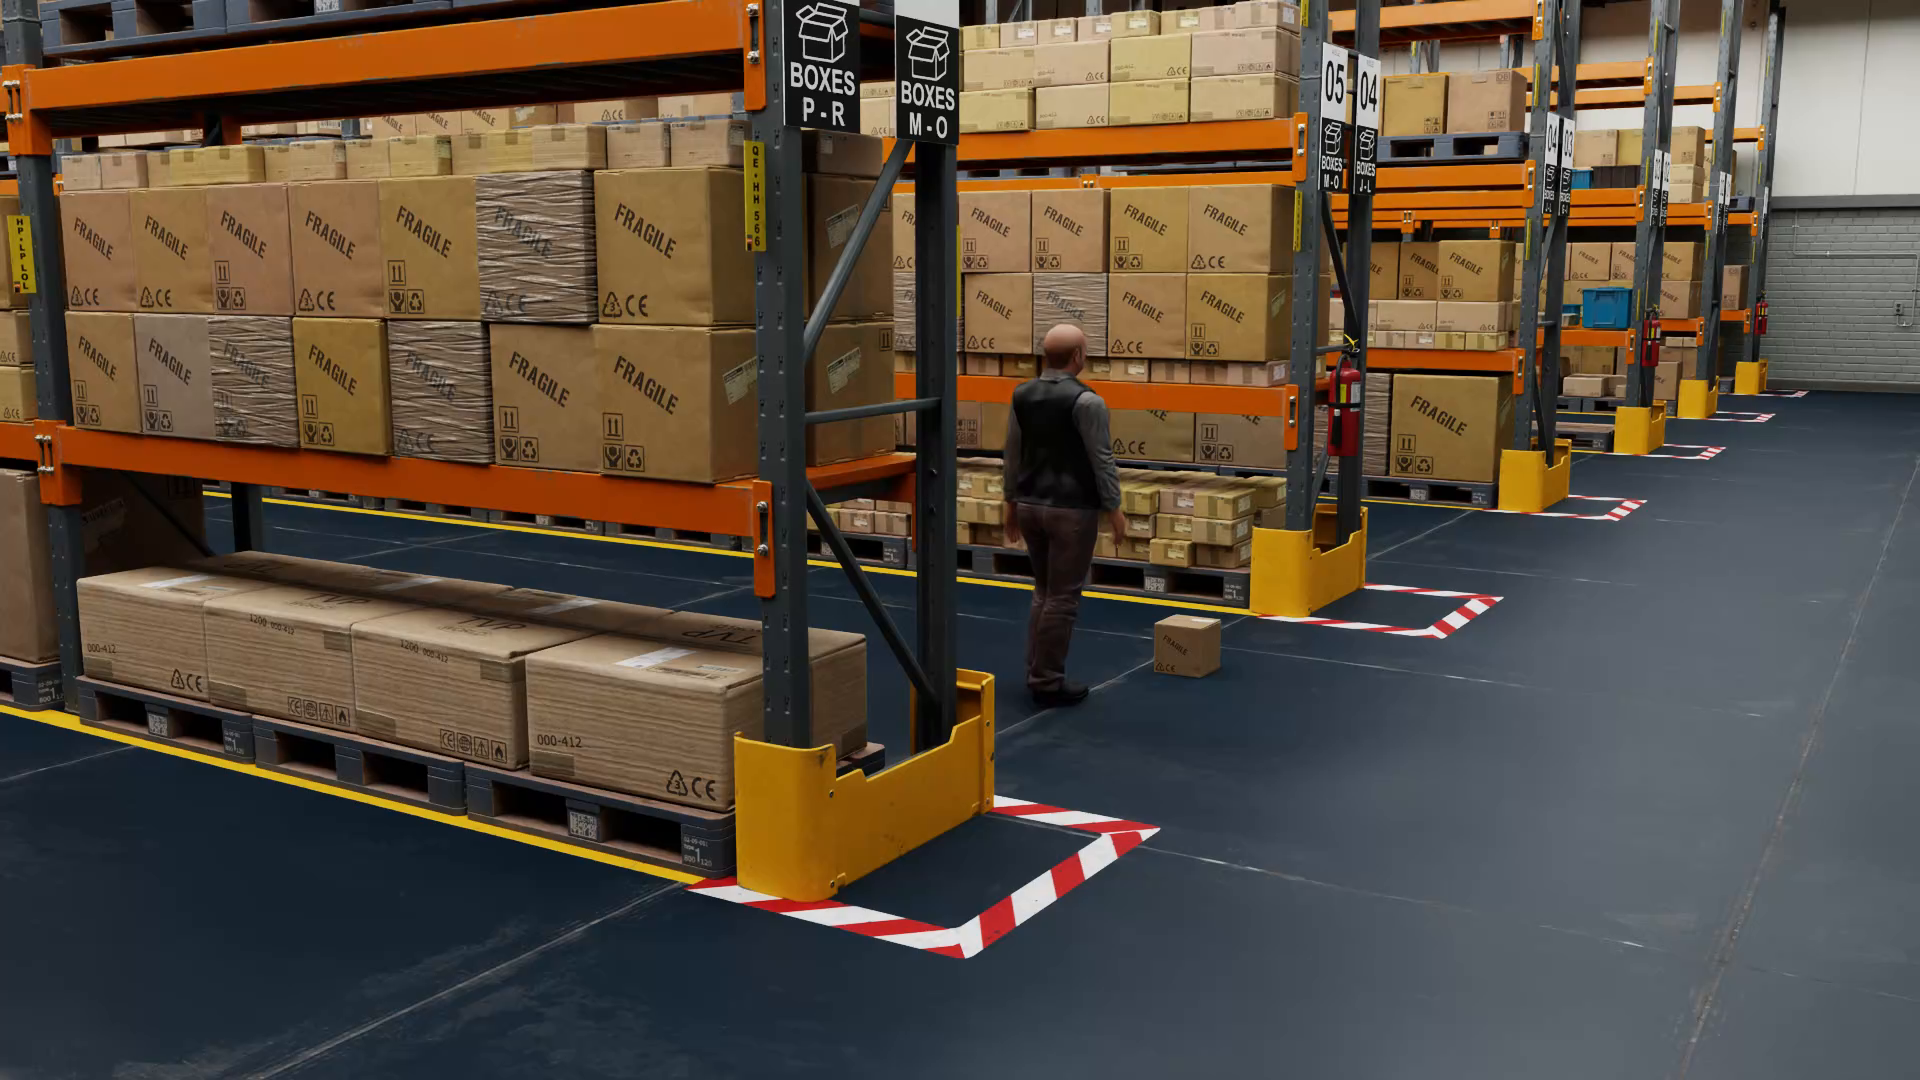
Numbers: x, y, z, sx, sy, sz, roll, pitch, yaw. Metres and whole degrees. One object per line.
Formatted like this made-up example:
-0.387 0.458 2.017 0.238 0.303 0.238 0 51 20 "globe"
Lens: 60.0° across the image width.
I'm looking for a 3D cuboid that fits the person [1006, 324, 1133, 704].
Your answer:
0.517 -0.097 7.619 0.522 1.771 0.556 -9 13 -43 "person"
